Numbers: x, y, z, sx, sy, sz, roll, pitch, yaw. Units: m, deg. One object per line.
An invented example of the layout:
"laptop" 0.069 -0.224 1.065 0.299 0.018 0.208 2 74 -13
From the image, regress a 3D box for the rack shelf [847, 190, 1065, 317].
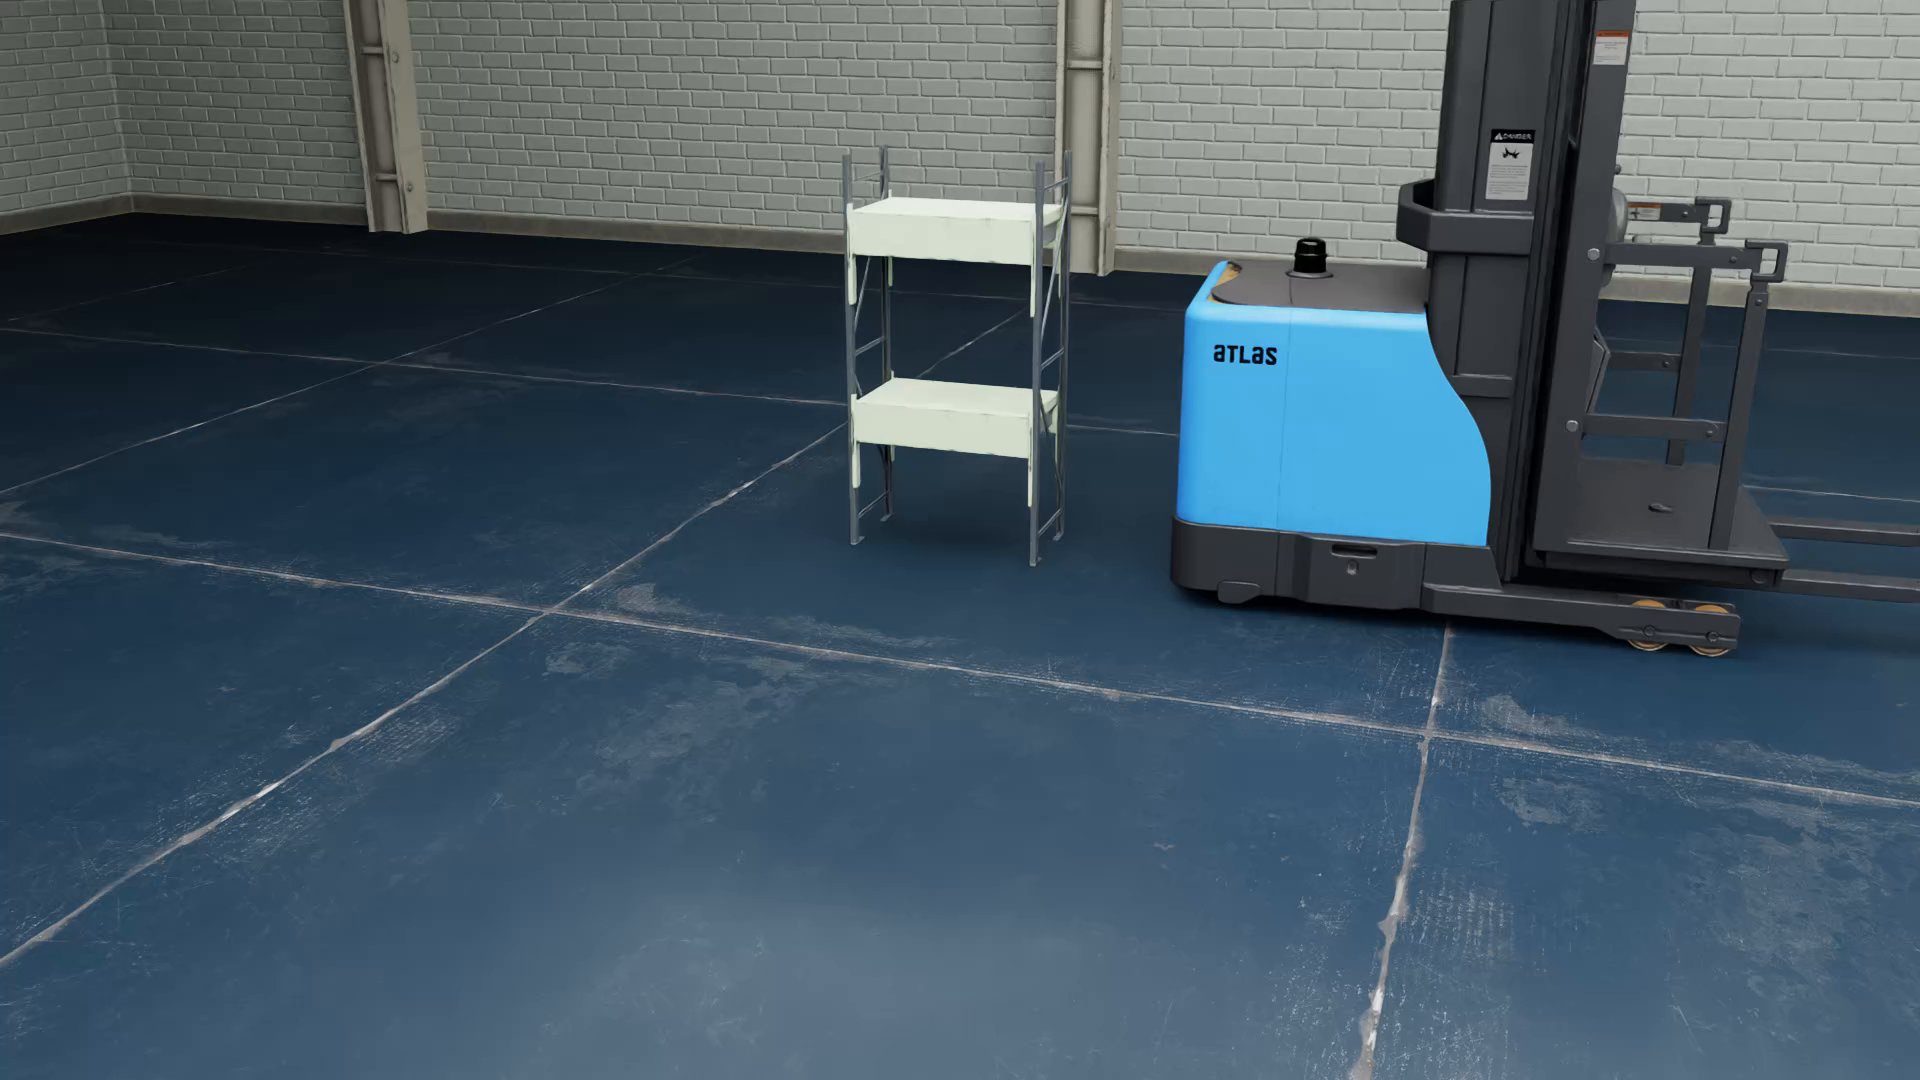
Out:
"rack shelf" -0.006 -1.077 6.203 0.720 0.370 0.431 7 20 18

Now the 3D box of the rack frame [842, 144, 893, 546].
"rack frame" -0.352 -0.748 6.445 0.023 1.500 0.400 7 20 18

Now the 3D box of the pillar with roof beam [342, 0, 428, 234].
"pillar with roof beam" -6.170 -5.540 8.799 0.400 9.000 9.100 7 20 18

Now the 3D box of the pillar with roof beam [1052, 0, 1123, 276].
"pillar with roof beam" -0.502 -4.892 6.940 0.400 9.000 9.100 7 20 18

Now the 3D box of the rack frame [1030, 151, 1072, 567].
"rack frame" 0.339 -0.669 6.218 0.023 1.500 0.400 7 20 18

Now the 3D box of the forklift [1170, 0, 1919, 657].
"forklift" 2.326 -1.194 5.548 3.031 2.935 1.130 5 20 14

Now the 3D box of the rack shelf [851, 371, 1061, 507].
"rack shelf" -0.006 -0.401 6.439 0.720 0.370 0.431 7 20 18

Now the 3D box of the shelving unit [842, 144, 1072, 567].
"shelving unit" -0.006 -0.709 6.331 0.755 1.500 0.431 7 20 18
